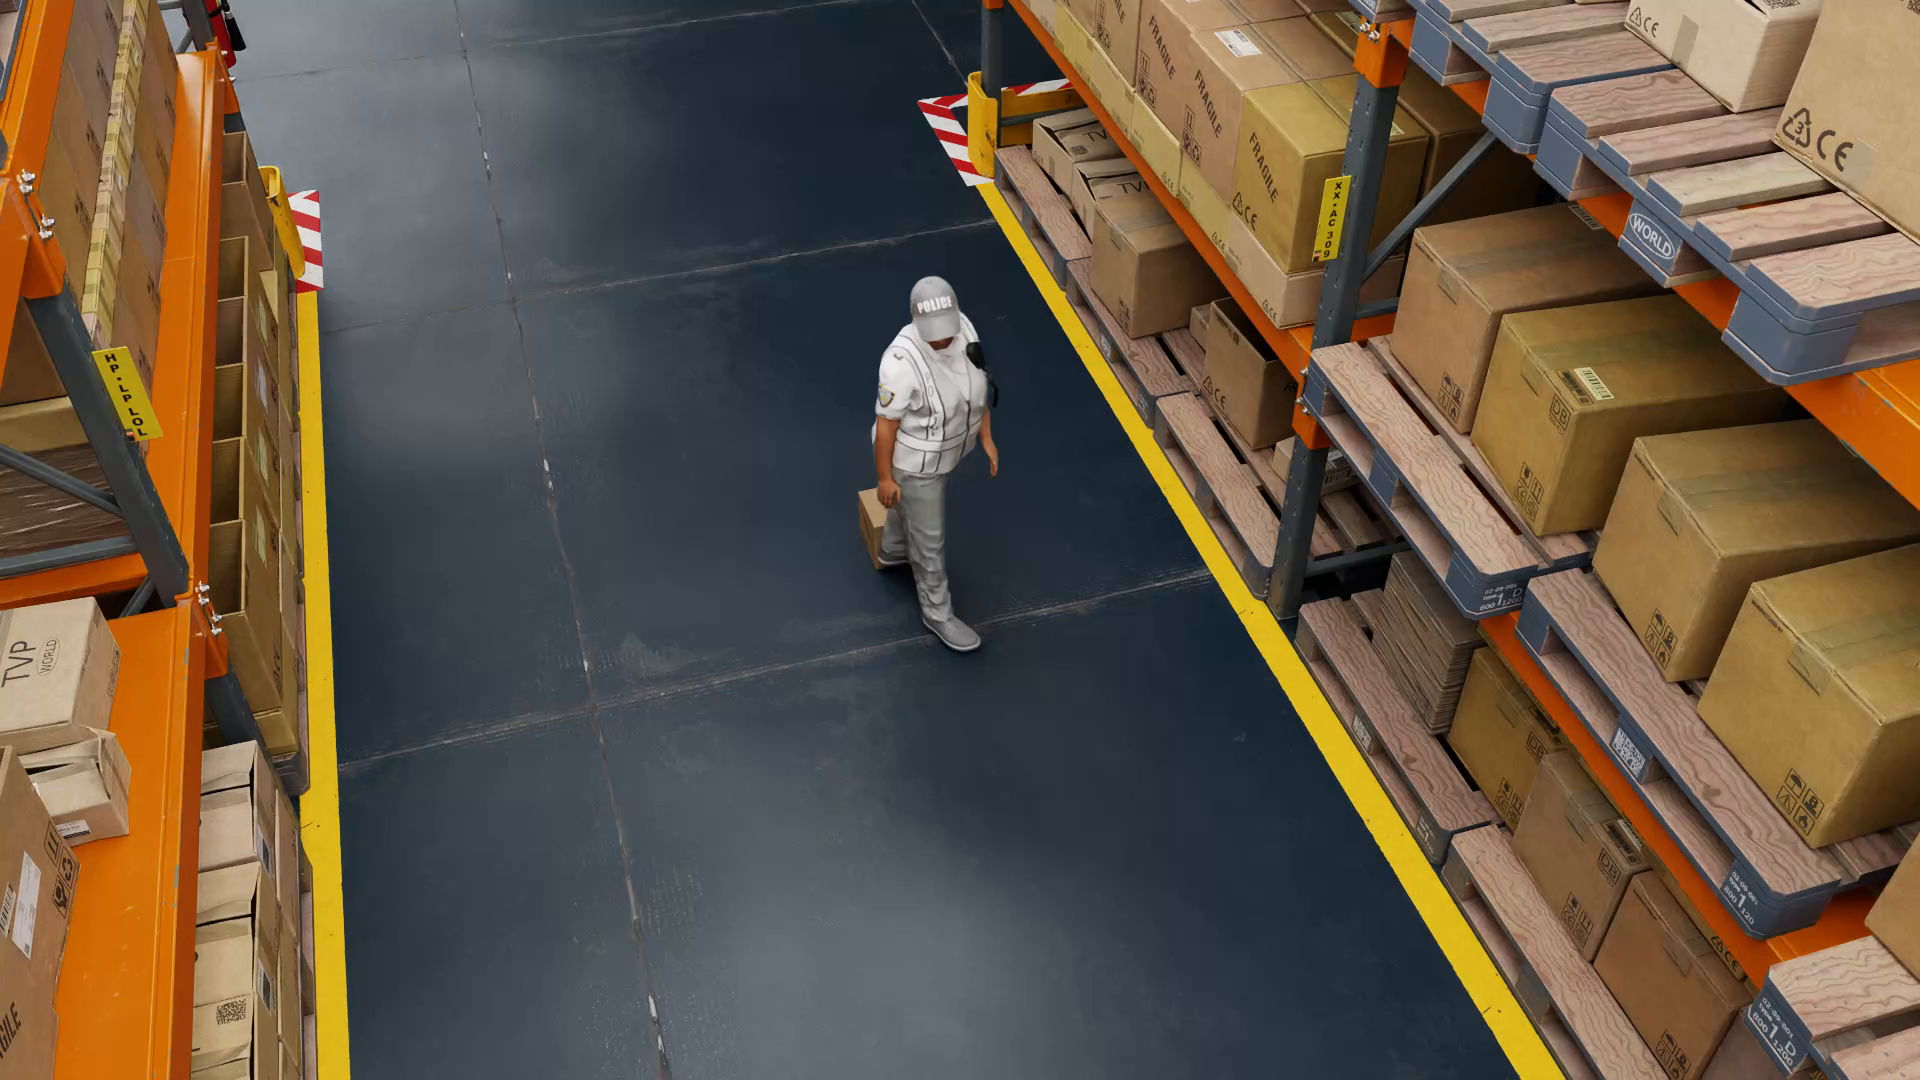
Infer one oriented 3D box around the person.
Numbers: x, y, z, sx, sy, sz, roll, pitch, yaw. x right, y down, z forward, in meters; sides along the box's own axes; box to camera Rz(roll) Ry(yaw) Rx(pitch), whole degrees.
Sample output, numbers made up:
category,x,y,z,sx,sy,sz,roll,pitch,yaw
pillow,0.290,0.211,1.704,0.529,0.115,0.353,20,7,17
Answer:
category,x,y,z,sx,sy,sz,roll,pitch,yaw
person,-0.113,-0.356,6.532,0.674,1.643,0.531,25,48,25
